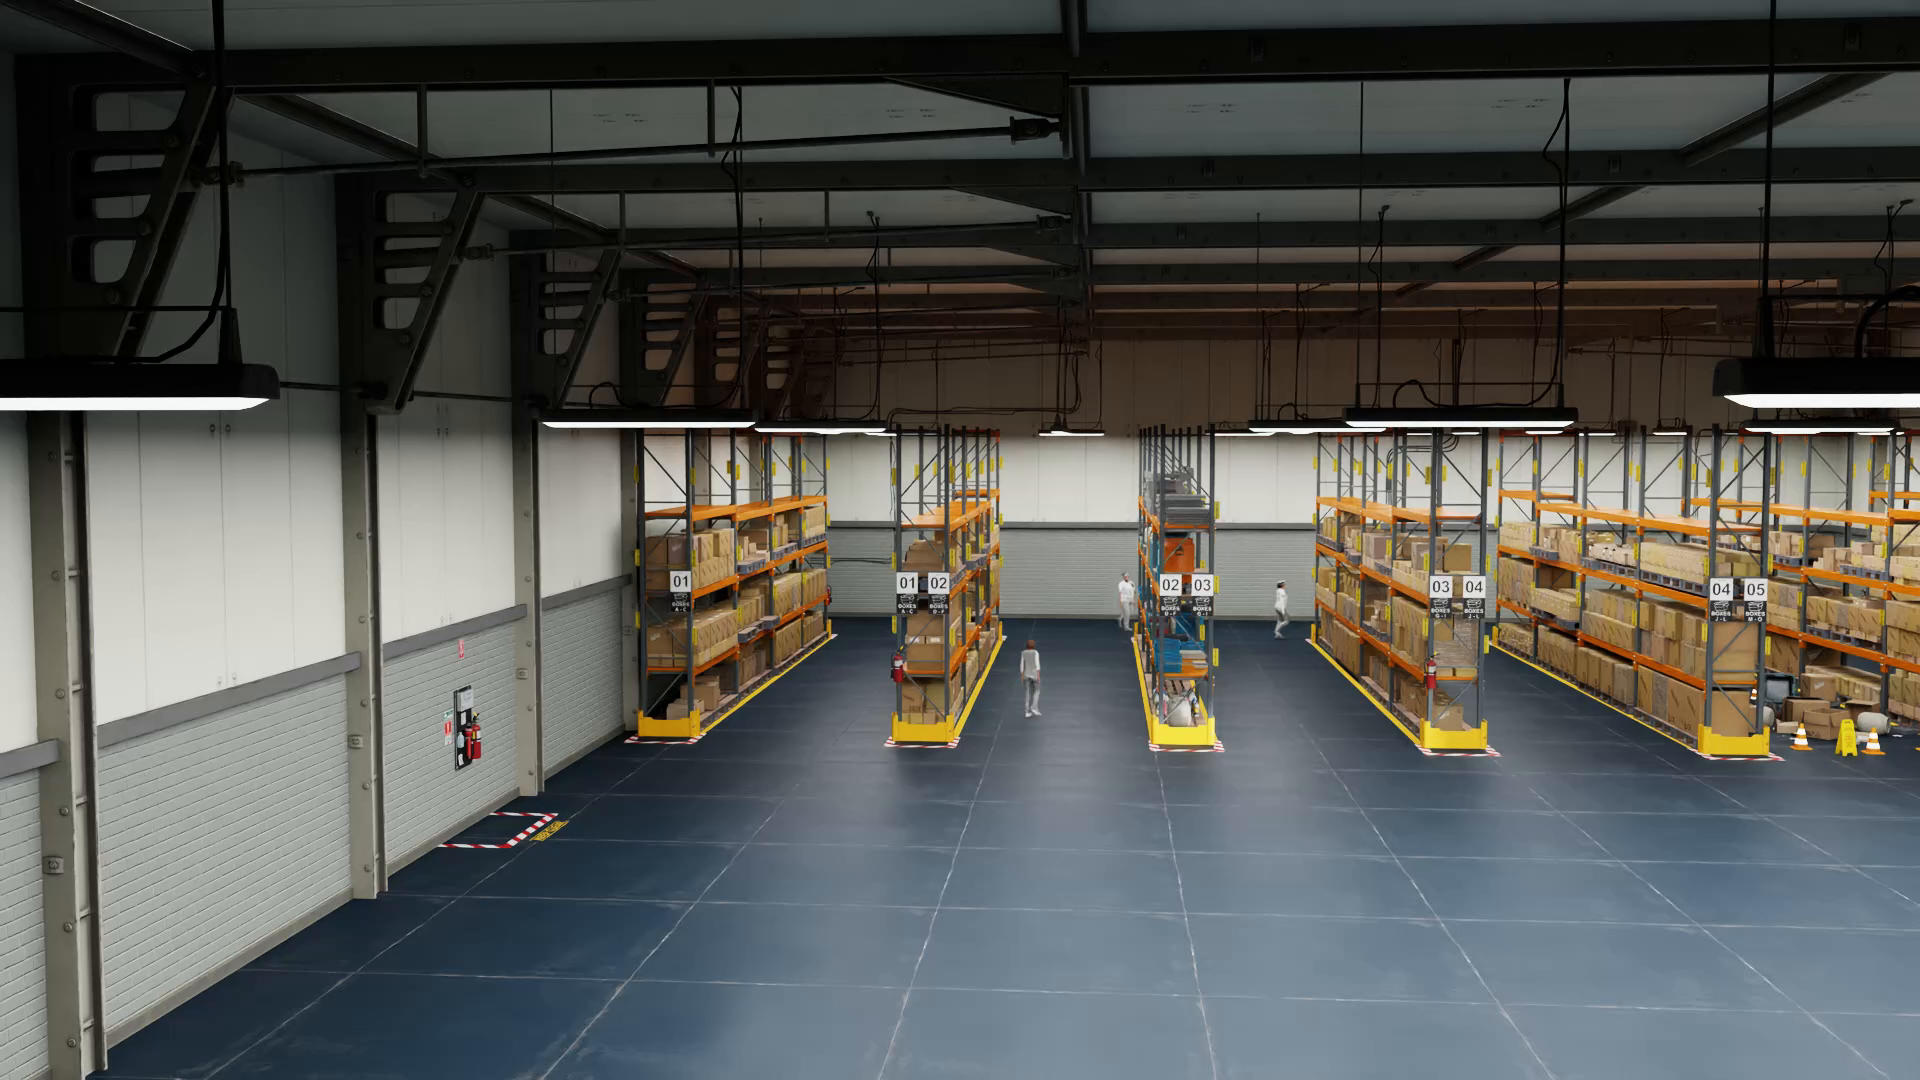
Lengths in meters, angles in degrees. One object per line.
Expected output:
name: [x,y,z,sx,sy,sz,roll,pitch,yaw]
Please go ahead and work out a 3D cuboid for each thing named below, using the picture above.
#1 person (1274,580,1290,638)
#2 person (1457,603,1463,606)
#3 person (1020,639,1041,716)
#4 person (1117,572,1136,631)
person: [9.171,1.981,47.548,0.433,1.684,0.515,0,3,-6]
person: [13.809,2.091,46.132,0.565,1.597,1.047,1,4,16]
person: [1.436,2.847,34.270,0.450,1.610,0.488,1,4,16]
person: [4.942,1.810,49.599,0.525,1.751,0.712,-3,5,-45]
